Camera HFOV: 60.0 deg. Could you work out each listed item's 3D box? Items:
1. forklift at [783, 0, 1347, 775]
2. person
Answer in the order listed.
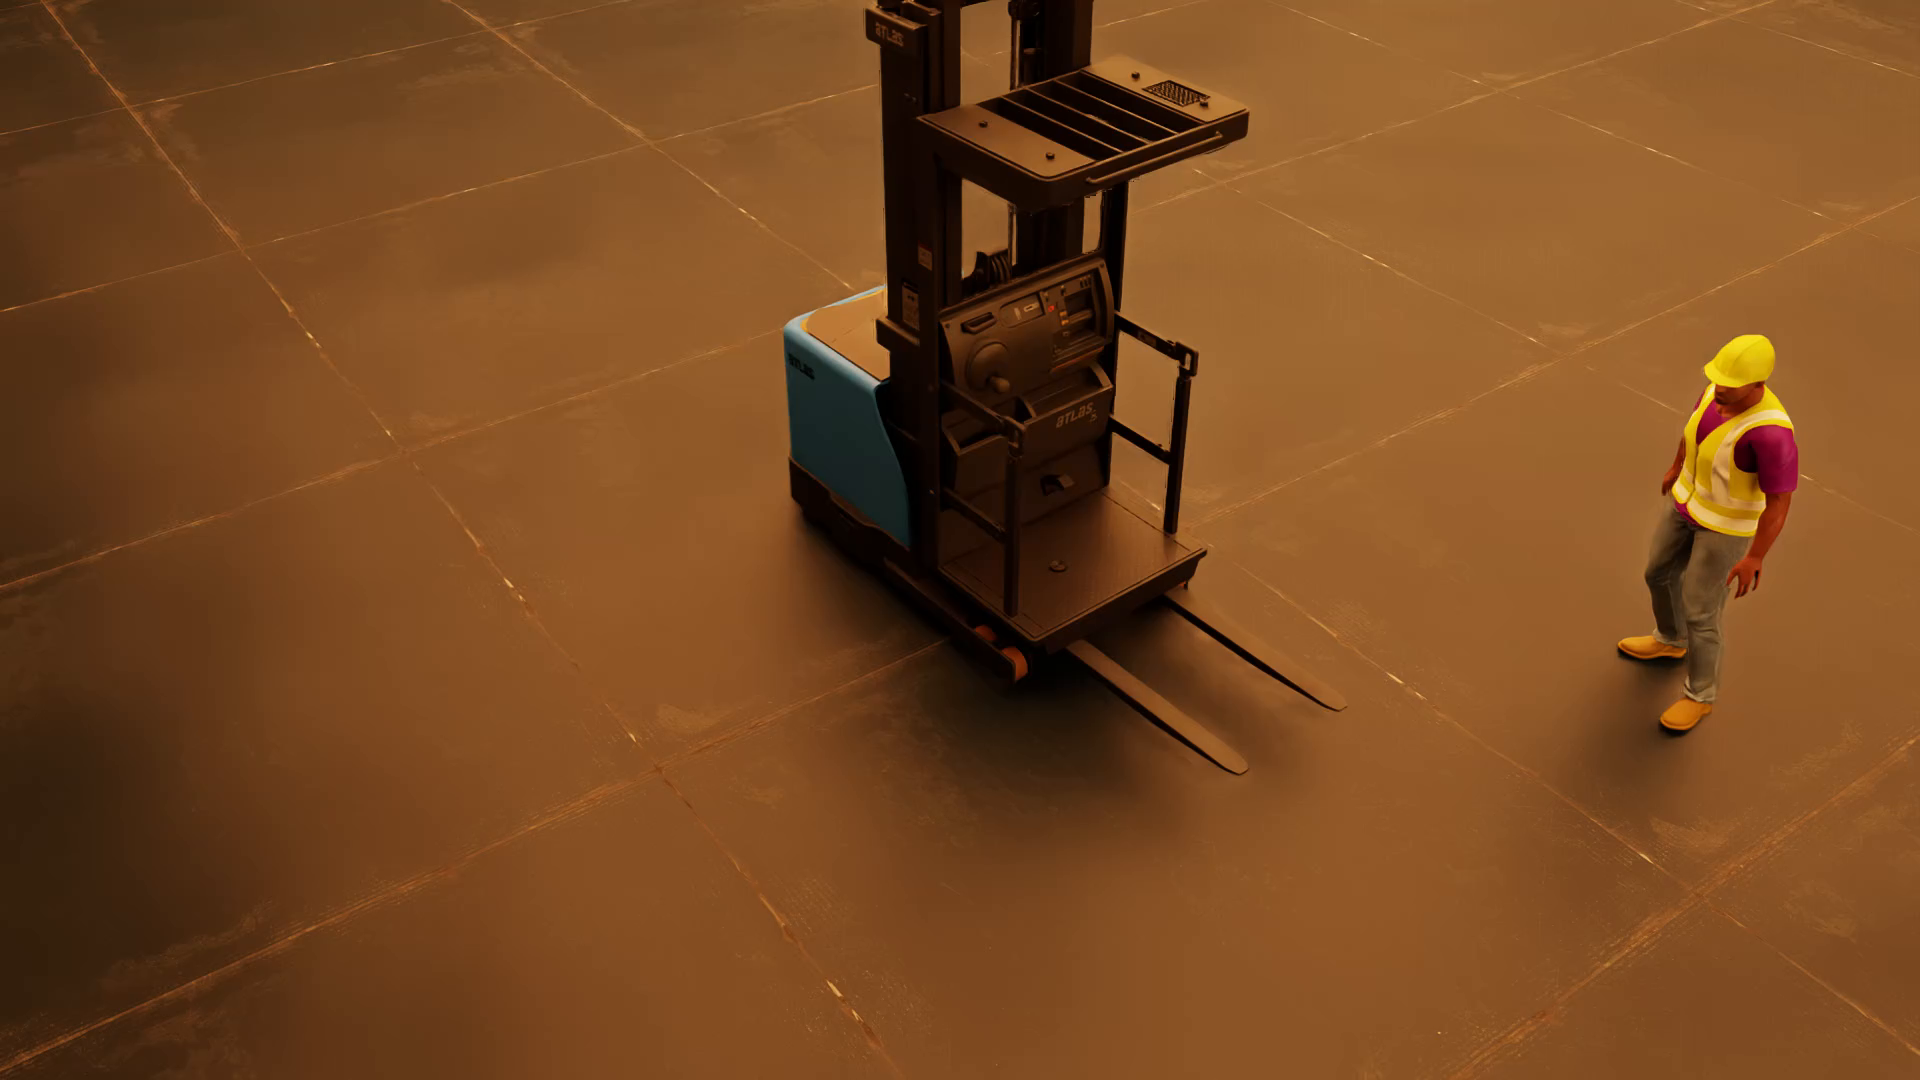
[{"bbox_3d":[0.441,-0.870,7.121,1.130,2.935,3.031,-26,44,-30],"label":"forklift"},{"bbox_3d":[3.182,-0.107,7.094,0.425,1.738,0.831,-6,37,-8],"label":"person"}]
